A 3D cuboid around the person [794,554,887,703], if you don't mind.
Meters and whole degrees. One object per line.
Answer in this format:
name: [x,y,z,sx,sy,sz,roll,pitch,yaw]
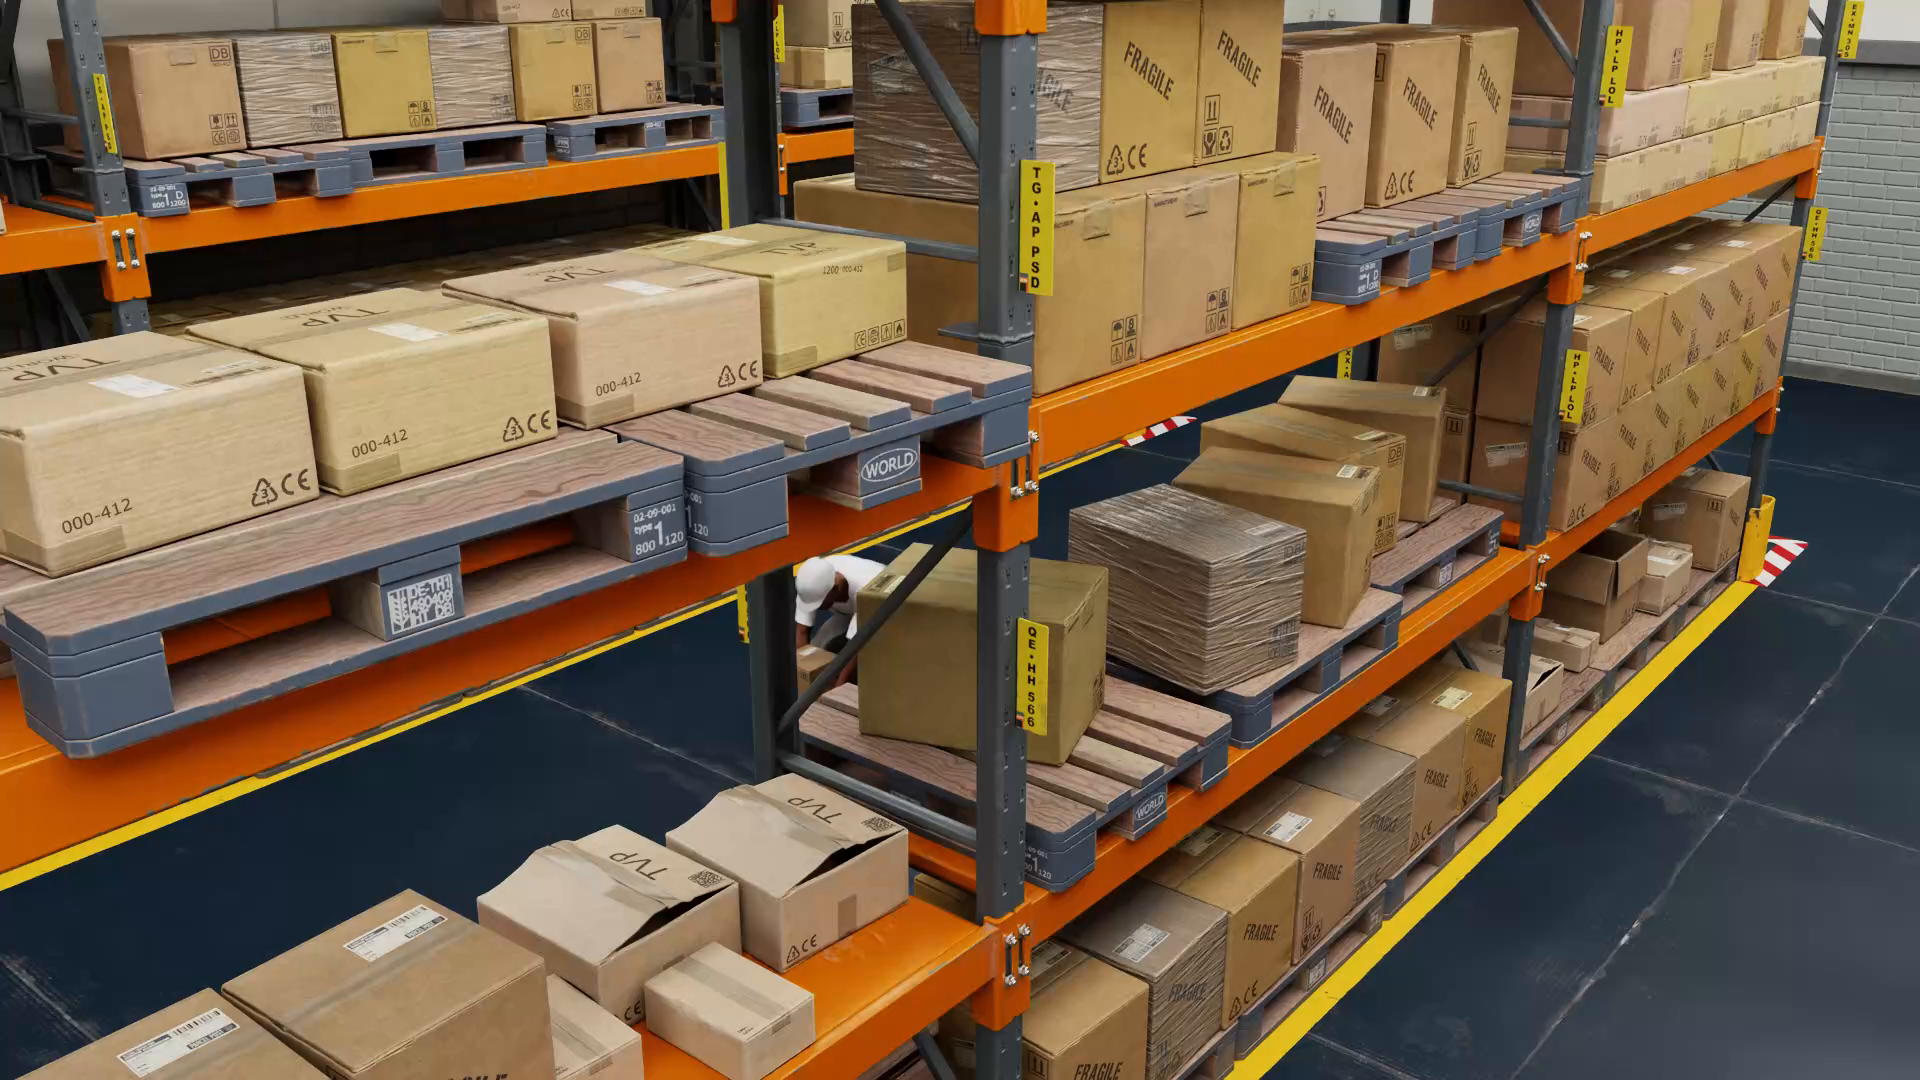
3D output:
person: [-0.556,0.477,8.847,0.537,1.010,0.909,15,25,35]
